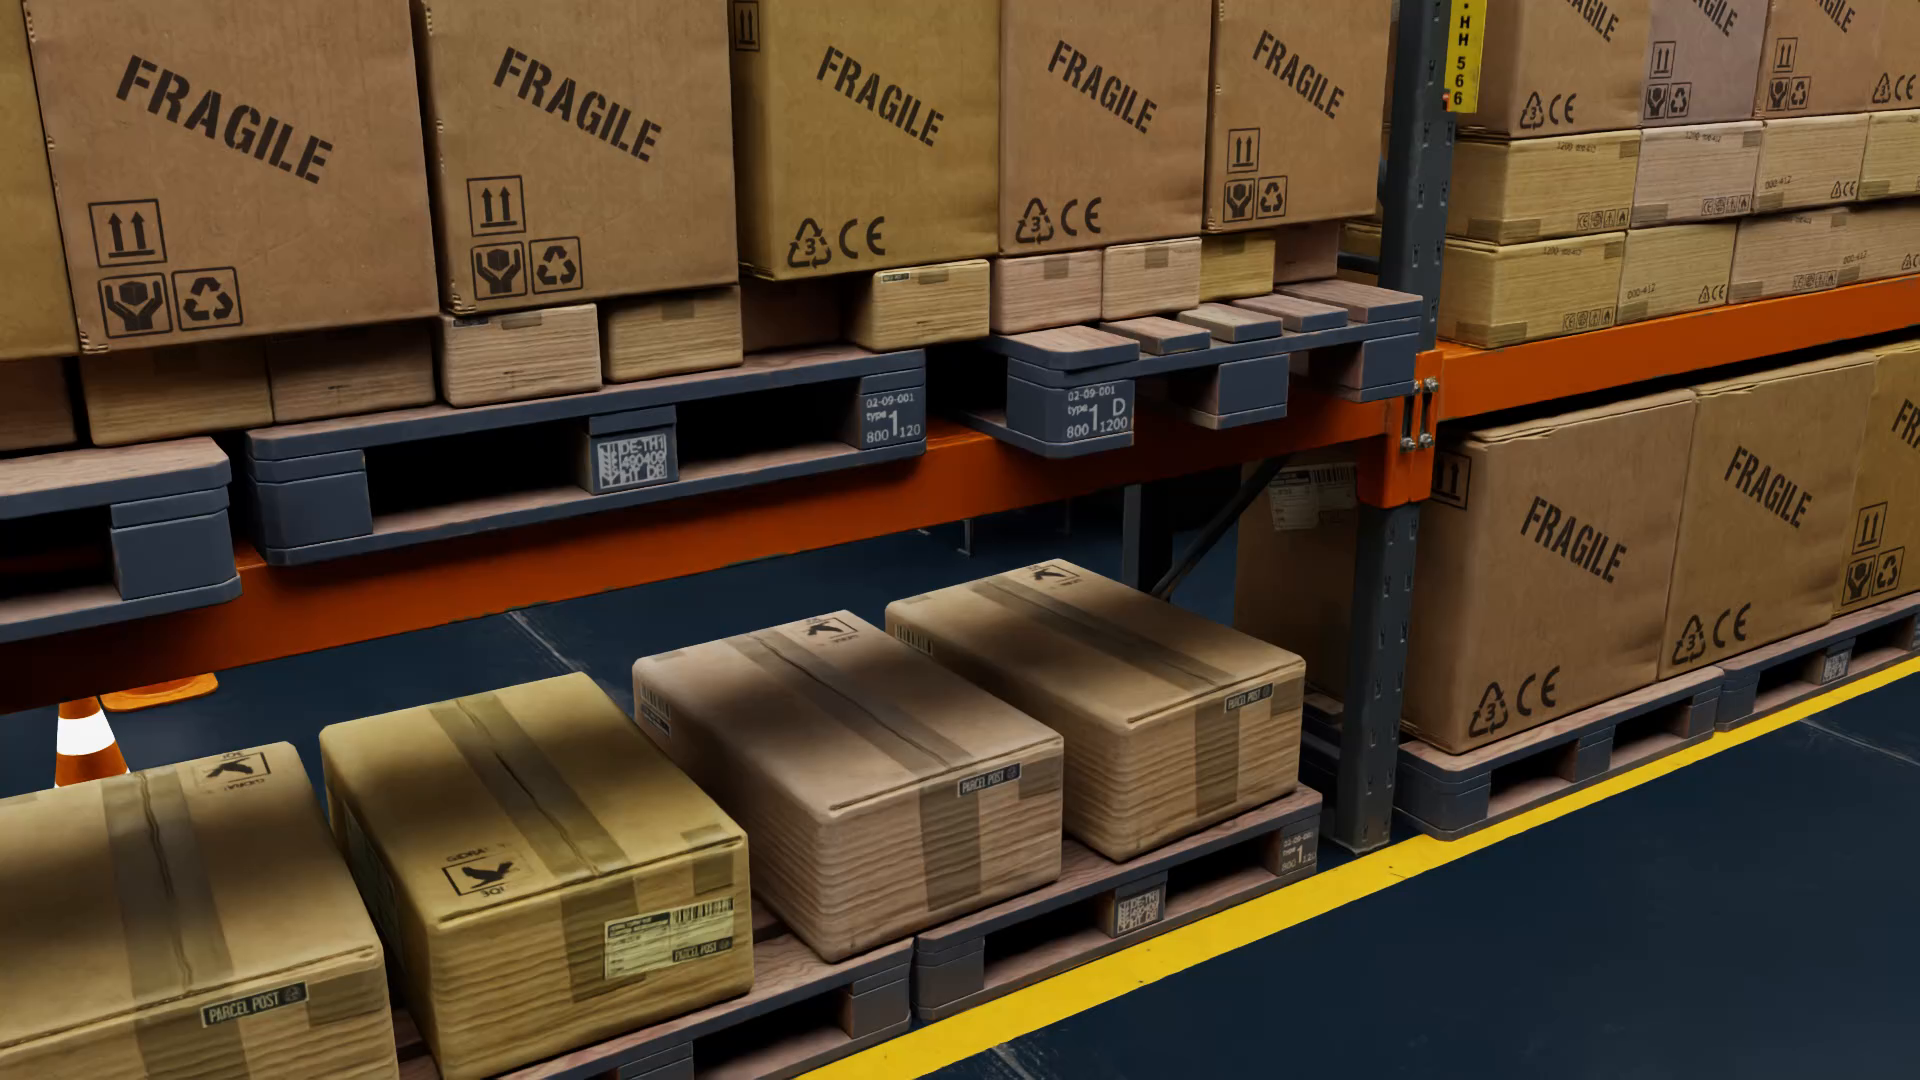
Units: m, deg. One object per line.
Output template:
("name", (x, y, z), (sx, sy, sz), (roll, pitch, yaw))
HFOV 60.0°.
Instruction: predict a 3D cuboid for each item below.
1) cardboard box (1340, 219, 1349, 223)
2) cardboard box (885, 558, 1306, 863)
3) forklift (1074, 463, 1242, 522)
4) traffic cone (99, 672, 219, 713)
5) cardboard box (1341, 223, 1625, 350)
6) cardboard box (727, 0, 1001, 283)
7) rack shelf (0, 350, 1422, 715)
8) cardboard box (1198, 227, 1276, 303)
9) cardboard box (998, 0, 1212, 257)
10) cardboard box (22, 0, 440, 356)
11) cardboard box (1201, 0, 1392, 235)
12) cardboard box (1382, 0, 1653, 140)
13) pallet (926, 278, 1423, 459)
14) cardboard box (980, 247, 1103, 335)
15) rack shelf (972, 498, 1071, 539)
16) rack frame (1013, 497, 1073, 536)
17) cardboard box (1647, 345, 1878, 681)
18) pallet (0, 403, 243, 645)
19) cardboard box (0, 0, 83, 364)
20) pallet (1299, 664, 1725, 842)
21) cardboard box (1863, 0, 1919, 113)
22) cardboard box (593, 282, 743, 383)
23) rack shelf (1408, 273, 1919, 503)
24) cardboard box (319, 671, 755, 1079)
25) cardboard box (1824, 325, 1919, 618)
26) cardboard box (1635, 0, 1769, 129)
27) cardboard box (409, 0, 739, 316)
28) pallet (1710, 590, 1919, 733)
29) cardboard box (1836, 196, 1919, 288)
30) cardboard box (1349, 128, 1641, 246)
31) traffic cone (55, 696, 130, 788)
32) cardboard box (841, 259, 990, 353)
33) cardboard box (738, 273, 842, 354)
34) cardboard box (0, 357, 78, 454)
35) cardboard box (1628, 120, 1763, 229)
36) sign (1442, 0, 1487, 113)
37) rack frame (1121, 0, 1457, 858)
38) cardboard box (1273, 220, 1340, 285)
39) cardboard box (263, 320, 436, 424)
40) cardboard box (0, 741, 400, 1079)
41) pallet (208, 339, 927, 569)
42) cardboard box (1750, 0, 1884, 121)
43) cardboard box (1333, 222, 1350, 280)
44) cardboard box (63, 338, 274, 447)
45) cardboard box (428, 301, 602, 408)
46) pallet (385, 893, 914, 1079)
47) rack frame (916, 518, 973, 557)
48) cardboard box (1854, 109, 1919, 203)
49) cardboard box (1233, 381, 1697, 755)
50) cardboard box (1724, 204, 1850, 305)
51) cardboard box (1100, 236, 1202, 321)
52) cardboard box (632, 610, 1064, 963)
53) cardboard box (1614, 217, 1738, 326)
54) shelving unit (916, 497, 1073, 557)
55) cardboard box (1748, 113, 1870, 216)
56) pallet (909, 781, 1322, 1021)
("cardboard box", (1.068, -1.060, 4.650), (0.500, 0.250, 0.500), (-12, 22, -32))
("cardboard box", (0.326, 0.402, 4.320), (0.625, 0.372, 0.950), (-14, 23, -35))
("forklift", (1.571, -1.838, 7.604), (3.031, 2.935, 1.130), (-16, 24, -39))
("traffic cone", (-2.579, 0.254, 5.271), (0.334, 0.463, 0.336), (-12, 22, -31))
("cardboard box", (1.351, -0.689, 4.333), (0.500, 0.250, 0.500), (-12, 22, -32))
("cardboard box", (-0.270, -0.791, 3.123), (0.500, 0.500, 0.500), (-14, 23, -35))
("rack shelf", (-0.867, -0.048, 3.326), (4.000, 0.370, 1.077), (-12, 22, -31))
("cardboard box", (0.475, -0.634, 3.672), (0.250, 0.149, 0.380), (-12, 22, -31))
("cardboard box", (0.151, -0.880, 3.387), (0.500, 0.500, 0.500), (-12, 22, -32))
("cardboard box", (-1.150, -0.601, 2.564), (0.500, 0.500, 0.500), (-12, 22, -32))
("cardboard box", (0.577, -0.974, 3.665), (0.500, 0.500, 0.500), (-13, 22, -33))
("cardboard box", (1.350, -1.284, 4.140), (0.500, 0.500, 0.500), (-13, 22, -33))
("pallet", (0.267, -0.496, 3.828), (1.003, 0.211, 1.213), (-12, 22, -31))
("cardboard box", (0.075, -0.535, 3.381), (0.250, 0.149, 0.380), (-13, 23, -34))
("rack shelf", (0.138, -0.348, 6.723), (0.480, 0.518, 0.431), (-12, 22, -31))
("rack frame", (0.342, -1.067, 6.622), (0.015, 2.100, 0.400), (-12, 22, -31))
("cardboard box", (2.173, -0.189, 5.282), (0.875, 0.875, 0.875), (-12, 22, -31))
("pallet", (-1.819, -0.041, 2.483), (1.213, 0.211, 1.003), (-12, 22, -31))
("cardboard box", (-1.570, -0.518, 2.317), (0.500, 0.500, 0.500), (-12, 22, -31))
("pallet", (1.503, 0.461, 5.051), (1.213, 0.211, 1.003), (-12, 22, -31))
("cardboard box", (2.623, -1.548, 4.924), (0.500, 0.500, 0.500), (-12, 22, -31))
("cardboard box", (-0.591, -0.406, 2.999), (0.250, 0.149, 0.380), (-13, 22, -33))
("rack shelf", (2.474, -0.753, 5.410), (4.000, 0.370, 1.077), (-12, 22, -31))
("cardboard box", (-0.922, 0.666, 3.539), (0.625, 0.372, 0.950), (-11, 22, -30))
("cardboard box", (2.920, -0.346, 5.747), (0.875, 0.875, 0.875), (-11, 22, -30))
("cardboard box", (1.759, -1.373, 4.407), (0.500, 0.500, 0.500), (-12, 22, -31))
("cardboard box", (-0.726, -0.695, 2.840), (0.500, 0.500, 0.500), (-13, 23, -34))
("pallet", (2.521, 0.248, 5.683), (1.213, 0.211, 1.003), (-12, 22, -31))
("cardboard box", (2.621, -0.963, 5.143), (0.500, 0.250, 0.500), (-12, 22, -31))
("cardboard box", (1.362, -0.930, 4.266), (0.500, 0.250, 0.500), (-12, 22, -32))
("traffic cone", (-2.272, 0.572, 4.329), (0.334, 0.463, 0.336), (-12, 22, -31))
("cardboard box", (-0.148, -0.483, 3.226), (0.250, 0.149, 0.380), (-11, 22, -30))
("cardboard box", (-0.427, -0.472, 3.195), (0.250, 0.149, 0.380), (-12, 22, -31))
("cardboard box", (-1.494, -0.241, 2.511), (0.250, 0.149, 0.380), (-10, 21, -28))
("cardboard box", (1.795, -1.021, 4.534), (0.500, 0.250, 0.500), (-11, 22, -30))
("sign", (1.110, -1.109, 3.656), (0.005, 0.325, 0.100), (-12, 22, -31))
("rack frame", (0.803, -0.741, 4.253), (0.127, 3.000, 1.000), (-12, 22, -31))
("cardboard box", (0.659, -0.700, 3.869), (0.250, 0.149, 0.380), (-11, 22, -29))
("cardboard box", (-1.049, -0.318, 2.740), (0.250, 0.149, 0.380), (-12, 22, -31))
("cardboard box", (-1.502, 0.789, 3.175), (0.625, 0.372, 0.950), (-10, 21, -28))
("pallet", (-0.827, -0.291, 3.220), (1.213, 0.211, 1.003), (-12, 22, -31))
("cardboard box", (2.199, -1.460, 4.664), (0.500, 0.500, 0.500), (-11, 22, -30))
("cardboard box", (1.083, -0.829, 4.746), (0.500, 0.250, 0.500), (-13, 23, -33))
("cardboard box", (-1.256, -0.275, 2.612), (0.250, 0.149, 0.380), (-12, 22, -31))
("cardboard box", (-0.798, -0.351, 2.837), (0.250, 0.149, 0.380), (-11, 22, -29))
("pallet", (-0.868, 0.931, 3.662), (1.213, 0.211, 1.003), (-12, 22, -31))
("rack frame", (-0.066, -0.981, 6.368), (0.015, 2.100, 0.400), (-12, 22, -31))
("cardboard box", (2.649, -1.191, 5.038), (0.500, 0.250, 0.500), (-11, 22, -30))
("cardboard box", (1.426, -0.033, 4.820), (0.875, 0.875, 0.875), (-12, 22, -32))
("cardboard box", (2.211, -0.875, 4.883), (0.500, 0.250, 0.500), (-11, 22, -30))
("cardboard box", (0.289, -0.577, 3.506), (0.250, 0.149, 0.380), (-12, 22, -32))
("cardboard box", (-0.286, 0.534, 3.929), (0.625, 0.372, 0.950), (-12, 22, -32))
("cardboard box", (1.770, -0.784, 4.615), (0.500, 0.250, 0.500), (-13, 22, -33))
("shelving unit", (0.138, -1.024, 6.495), (0.503, 2.100, 0.431), (-12, 22, -31))
("cardboard box", (2.218, -1.105, 4.784), (0.500, 0.250, 0.500), (-12, 22, -32))
("pallet", (0.150, 0.717, 4.294), (1.213, 0.211, 1.003), (-12, 22, -31))
